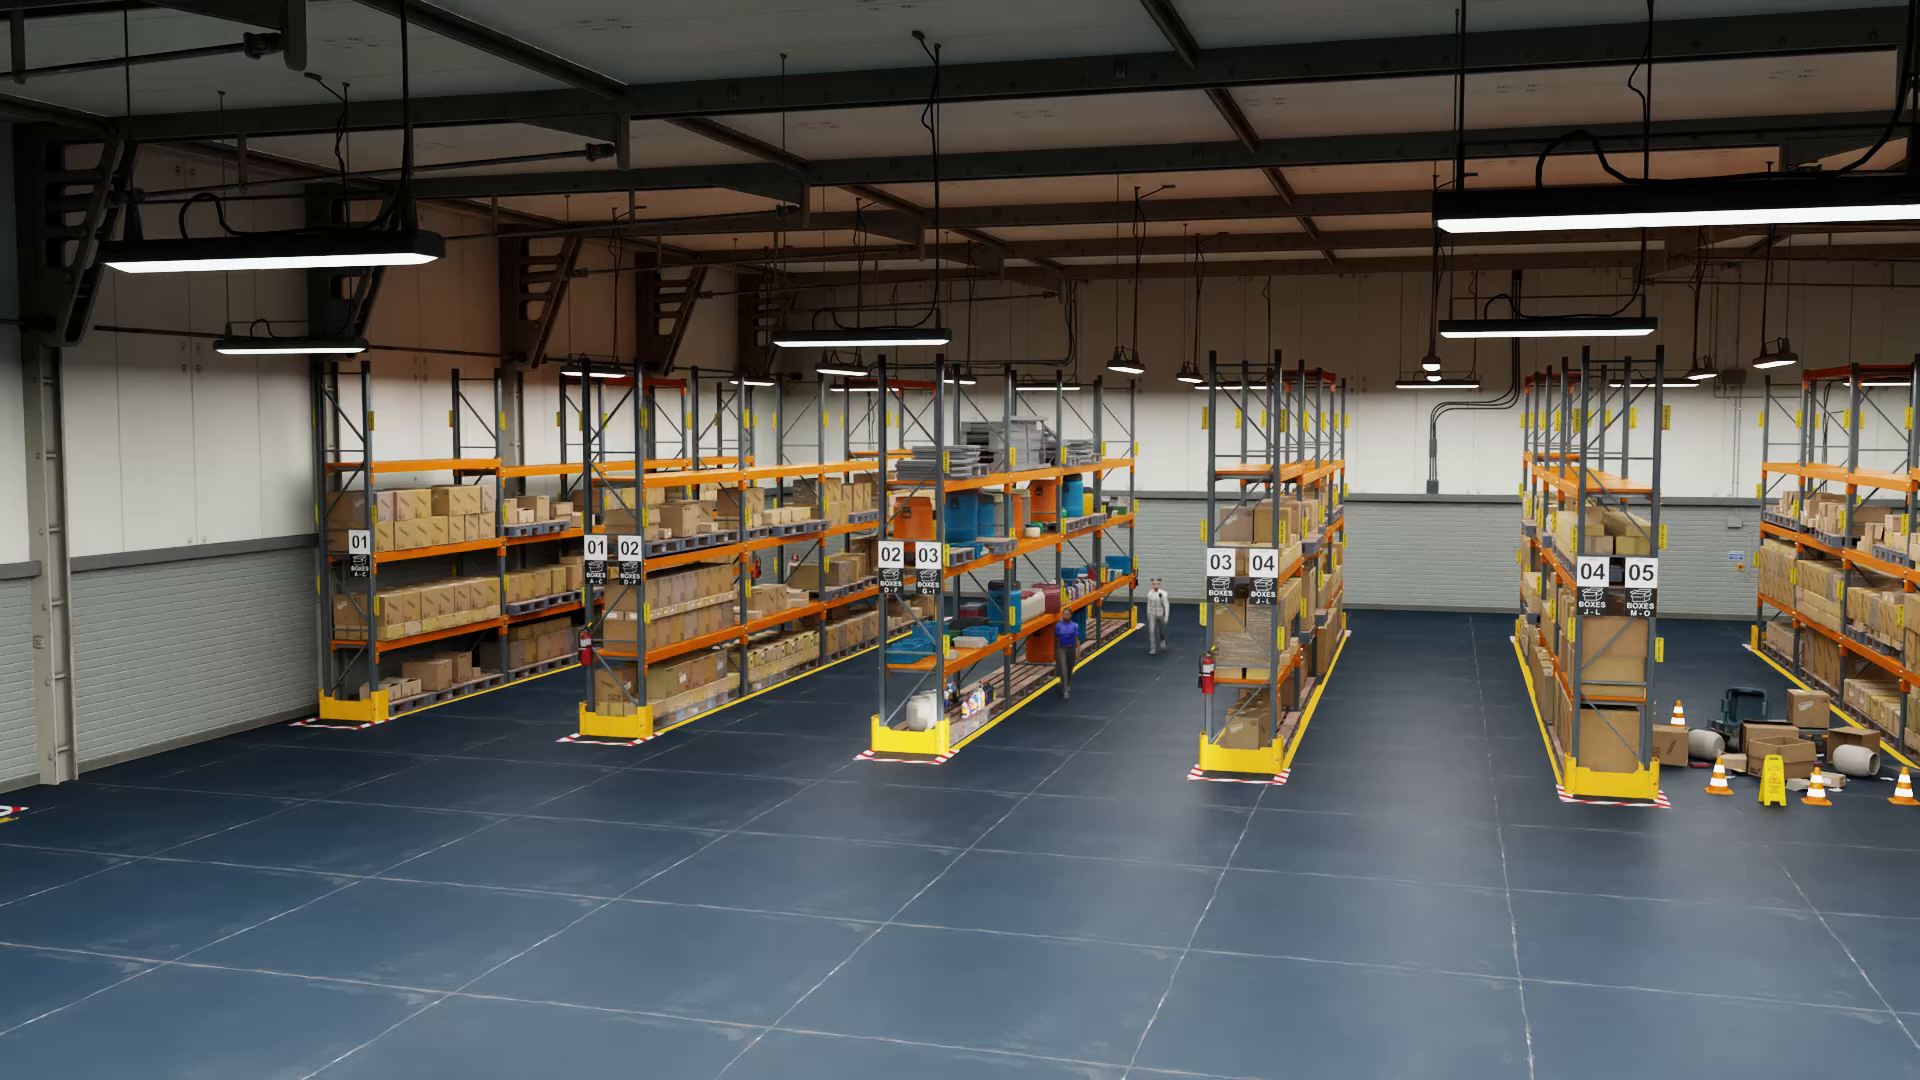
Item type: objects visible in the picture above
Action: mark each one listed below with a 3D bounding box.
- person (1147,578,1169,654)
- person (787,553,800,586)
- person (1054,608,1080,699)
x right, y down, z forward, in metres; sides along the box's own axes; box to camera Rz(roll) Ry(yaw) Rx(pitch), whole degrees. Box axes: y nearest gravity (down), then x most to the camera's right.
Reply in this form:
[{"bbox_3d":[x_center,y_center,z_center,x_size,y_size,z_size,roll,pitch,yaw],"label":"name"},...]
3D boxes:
[{"bbox_3d":[4.278,1.609,35.839,0.487,1.635,0.871,1,4,13],"label":"person"},{"bbox_3d":[-4.304,1.118,43.516,0.452,1.508,0.974,-1,4,-10],"label":"person"},{"bbox_3d":[1.936,2.034,30.186,0.447,1.575,1.079,-1,4,-9],"label":"person"}]
